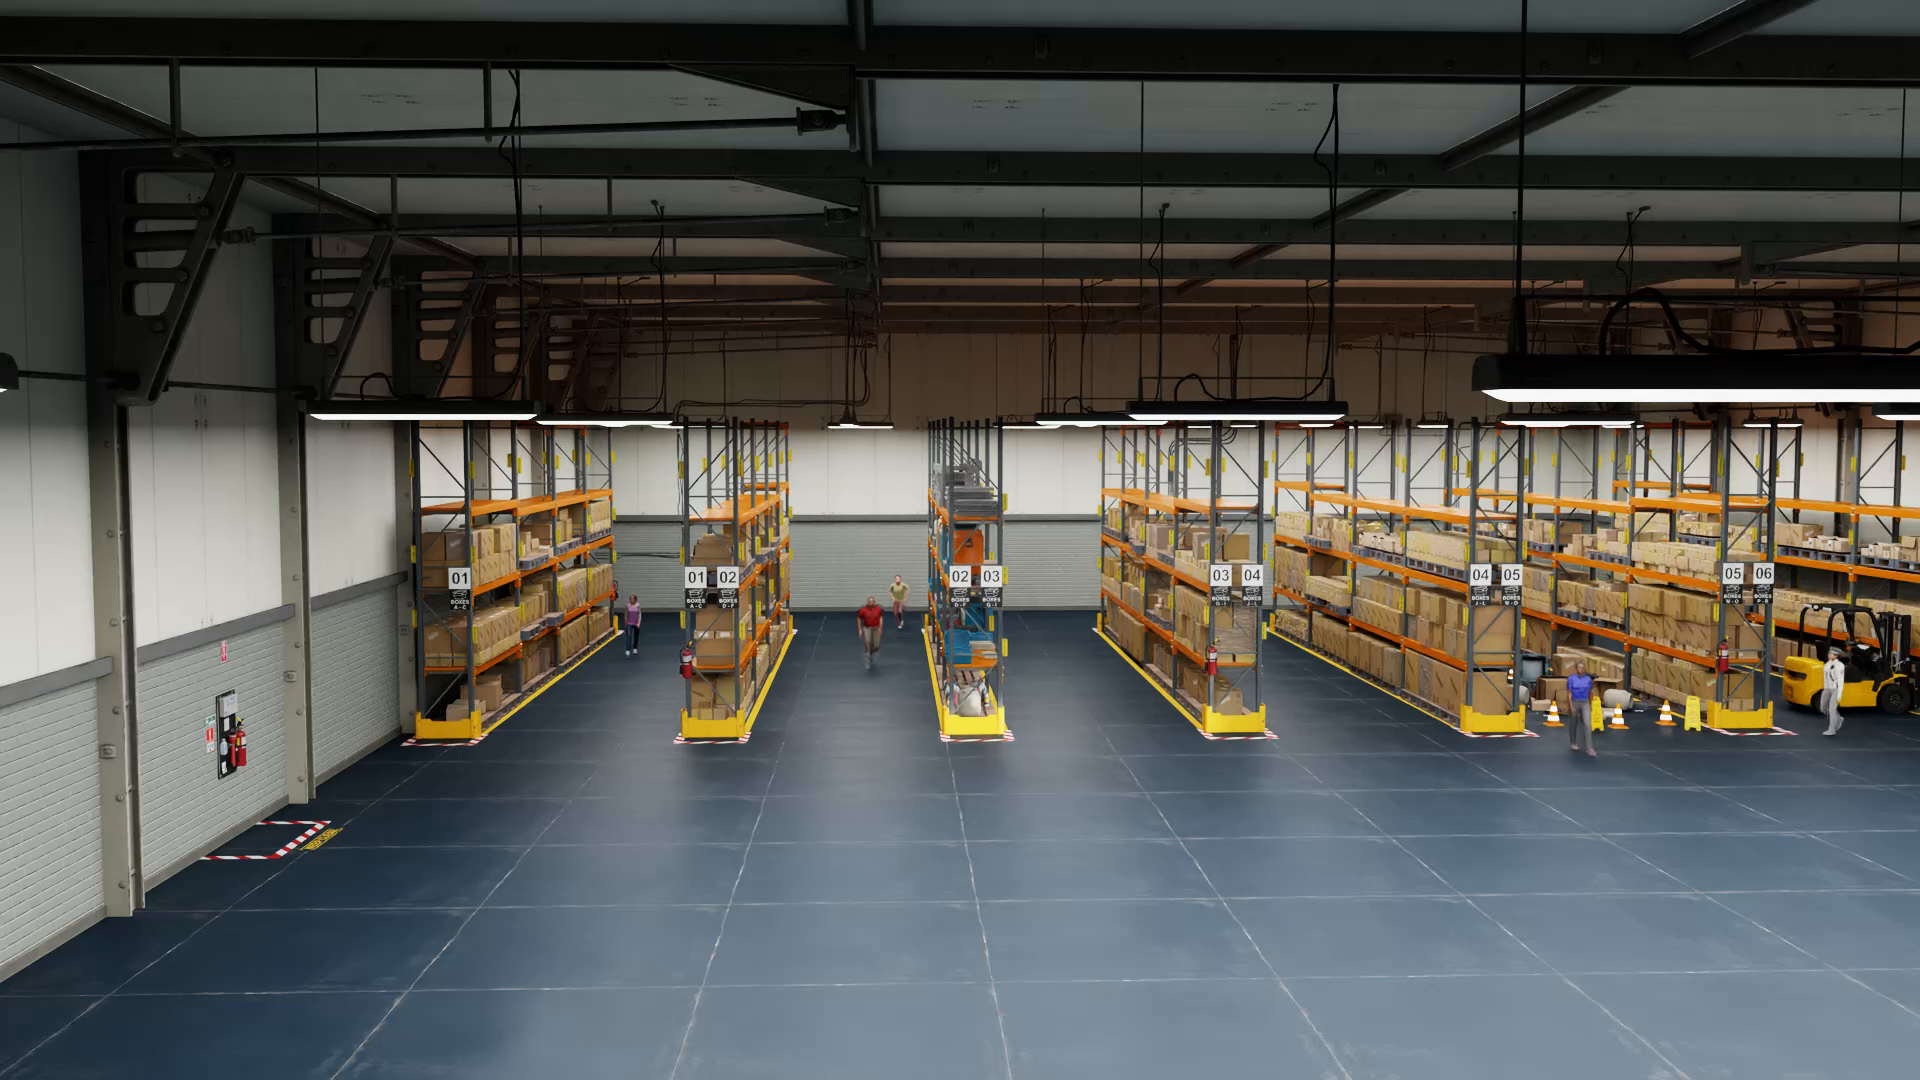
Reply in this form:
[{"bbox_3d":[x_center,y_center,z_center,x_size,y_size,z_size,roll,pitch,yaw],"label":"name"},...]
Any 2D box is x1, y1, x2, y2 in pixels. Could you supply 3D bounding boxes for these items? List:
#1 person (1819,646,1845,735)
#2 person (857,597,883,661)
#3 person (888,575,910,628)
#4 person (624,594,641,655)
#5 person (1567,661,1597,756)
[{"bbox_3d":[16.498,2.825,31.318,0.559,1.675,0.468,-1,4,-18],"label":"person"},{"bbox_3d":[-2.178,2.168,40.283,0.626,1.621,0.767,-1,4,-17],"label":"person"},{"bbox_3d":[-1.765,1.786,48.290,0.590,1.582,0.691,1,4,10],"label":"person"},{"bbox_3d":[-8.347,2.160,42.422,0.435,1.546,0.968,-1,4,-14],"label":"person"},{"bbox_3d":[11.021,2.960,29.540,0.468,1.619,0.888,1,4,13],"label":"person"}]
